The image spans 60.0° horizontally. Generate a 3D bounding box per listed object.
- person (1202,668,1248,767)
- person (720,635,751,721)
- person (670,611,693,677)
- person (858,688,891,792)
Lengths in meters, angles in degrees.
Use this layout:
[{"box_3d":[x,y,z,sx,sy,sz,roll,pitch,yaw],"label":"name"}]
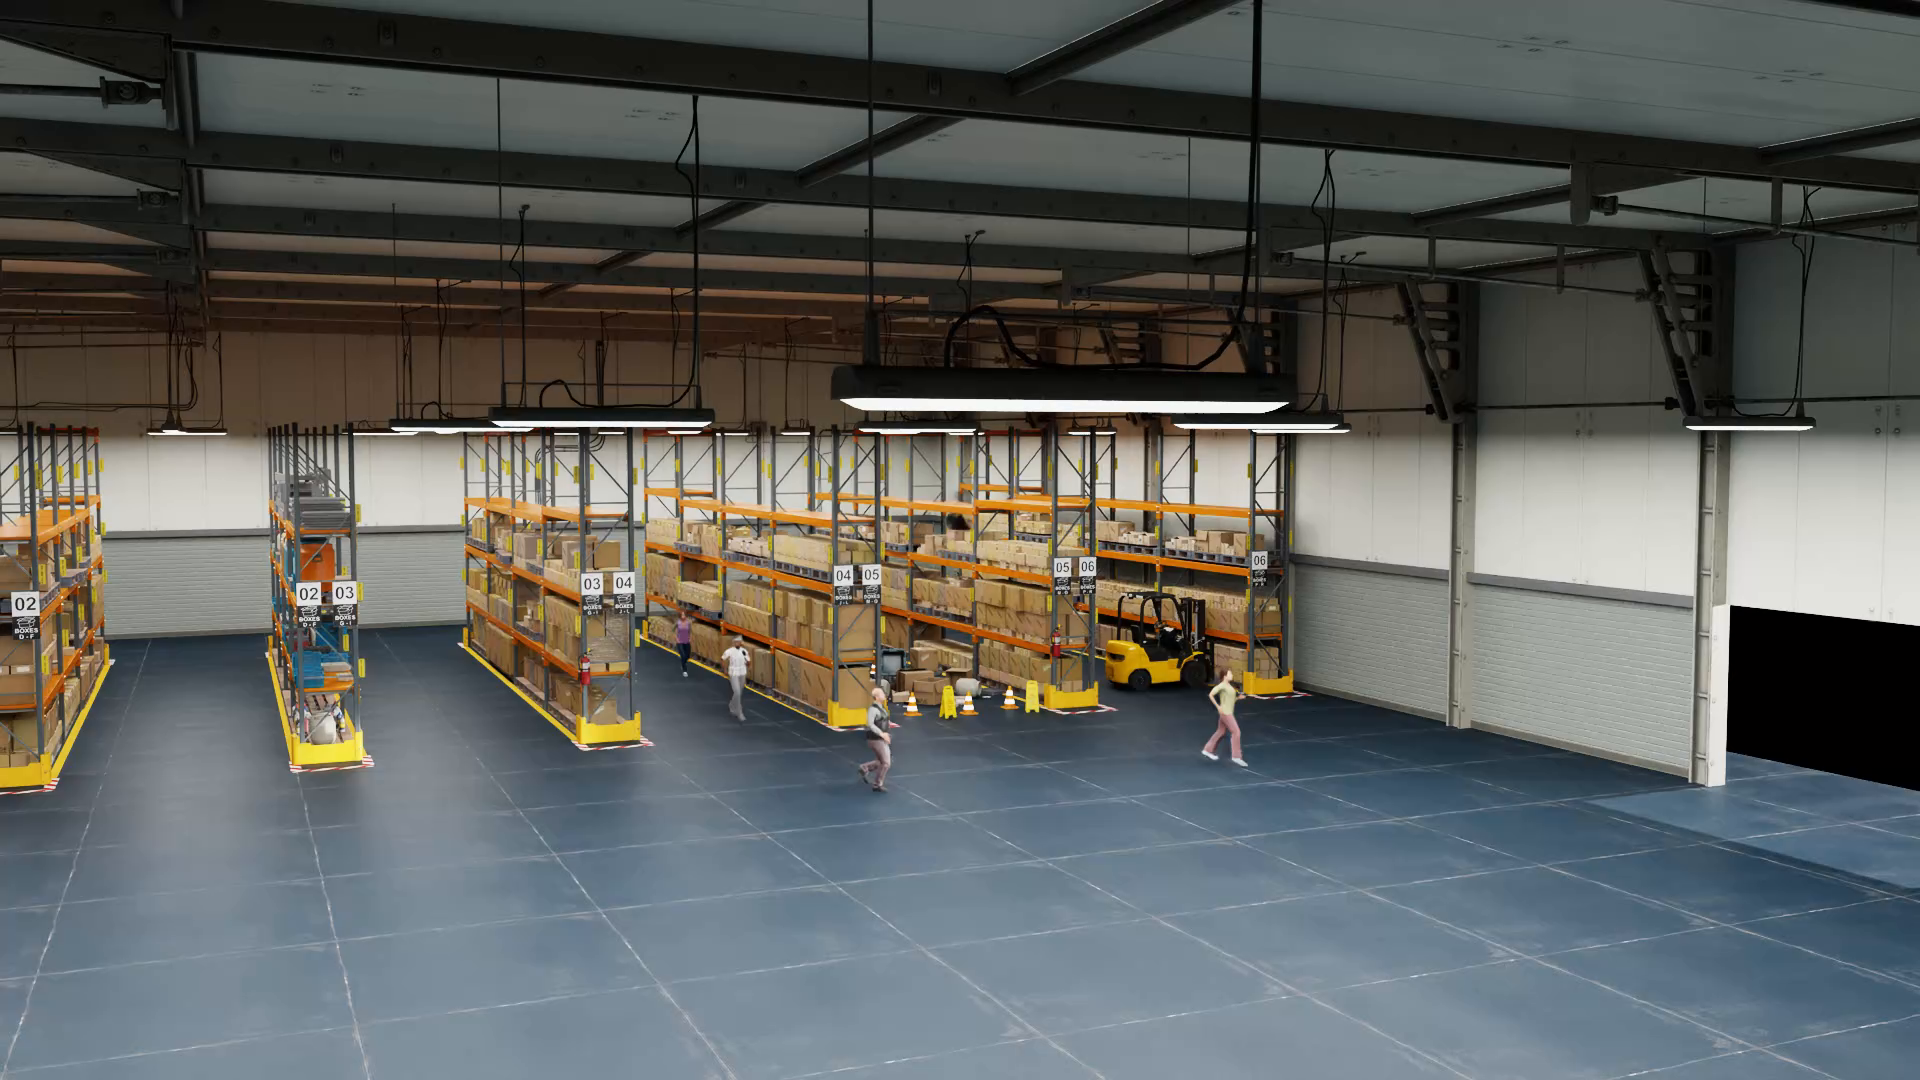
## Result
[{"box_3d":[4.652,3.091,29.170,0.830,1.715,0.552,1,4,18],"label":"person"},{"box_3d":[-4.557,2.785,33.969,0.566,1.725,0.872,-3,4,-36],"label":"person"},{"box_3d":[-6.711,2.488,40.135,0.549,1.573,0.622,-2,4,-24],"label":"person"},{"box_3d":[-1.390,3.236,26.999,0.600,1.677,0.690,1,4,9],"label":"person"}]
